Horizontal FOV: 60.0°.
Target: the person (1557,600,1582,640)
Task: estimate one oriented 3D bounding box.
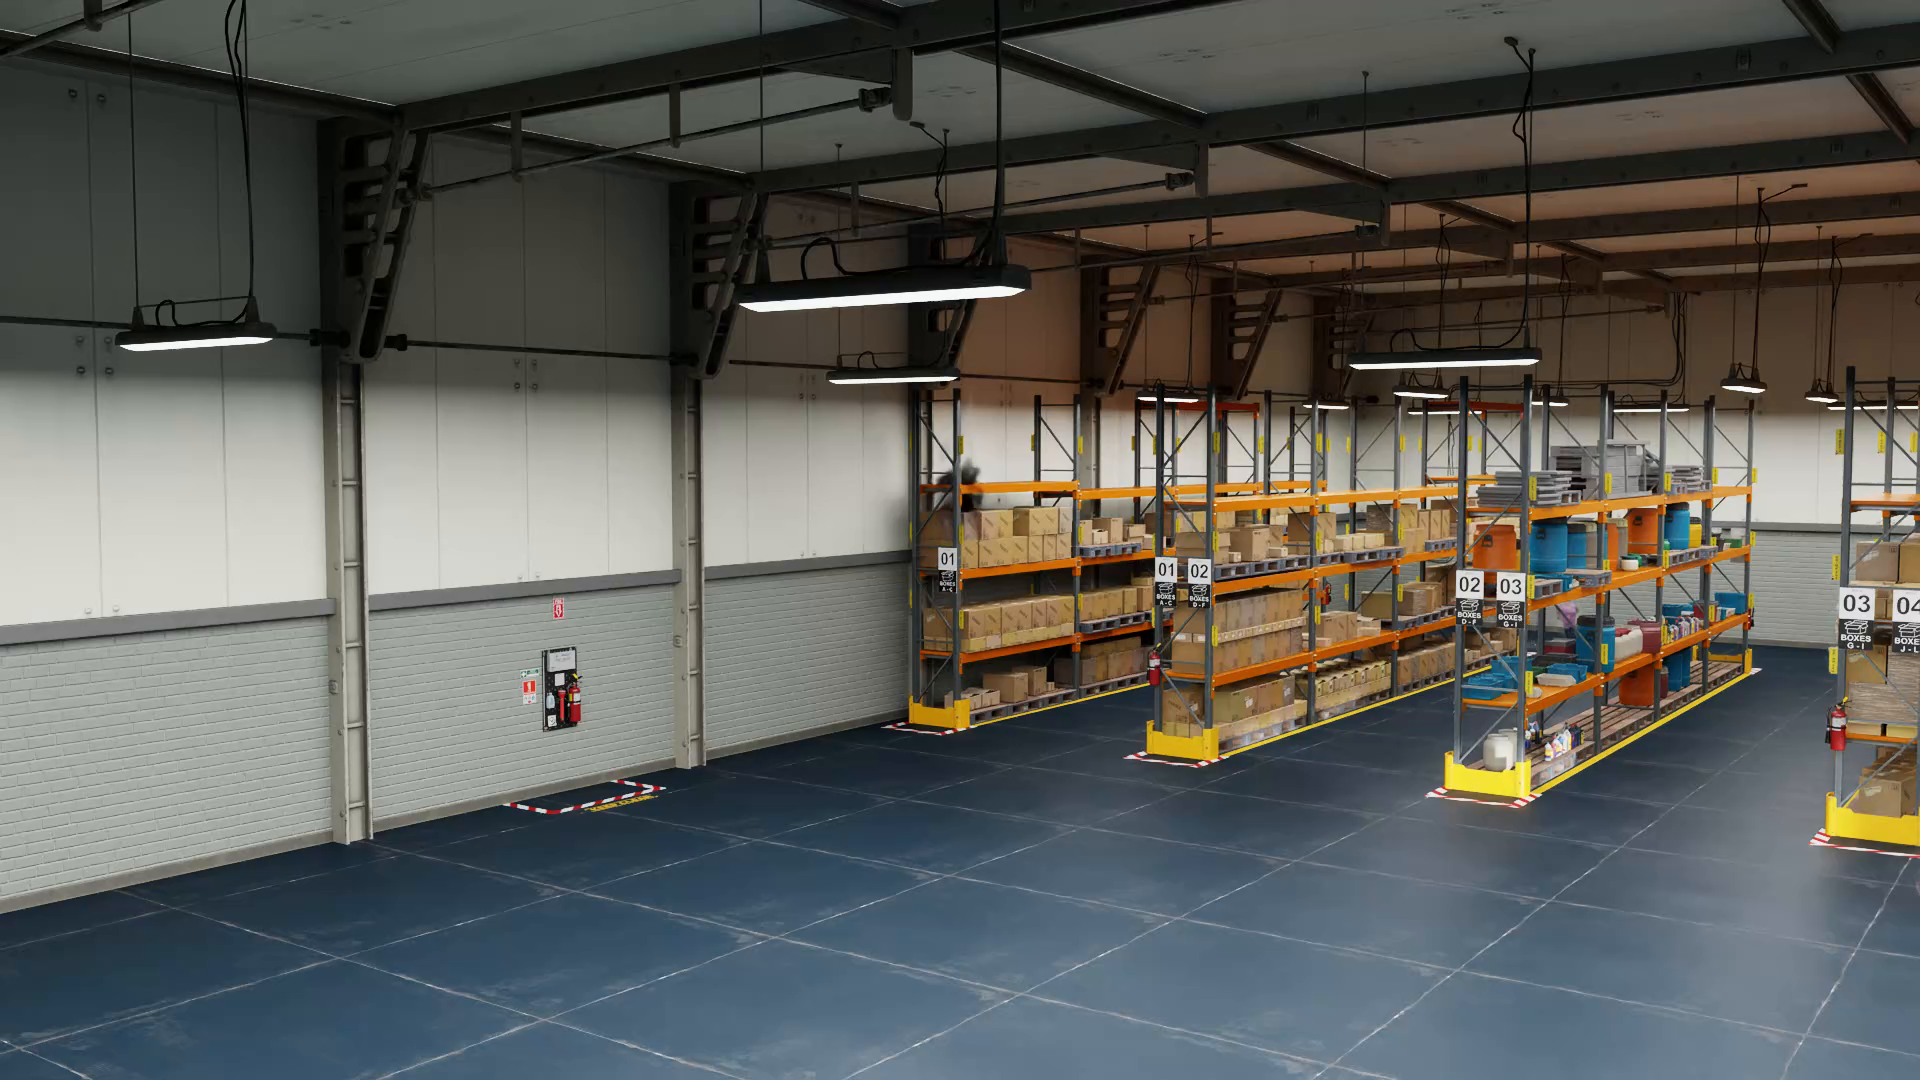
[{"bbox_3d":[14.138,2.036,38.598,0.572,1.593,0.802,1,3,12],"label":"person"}]
